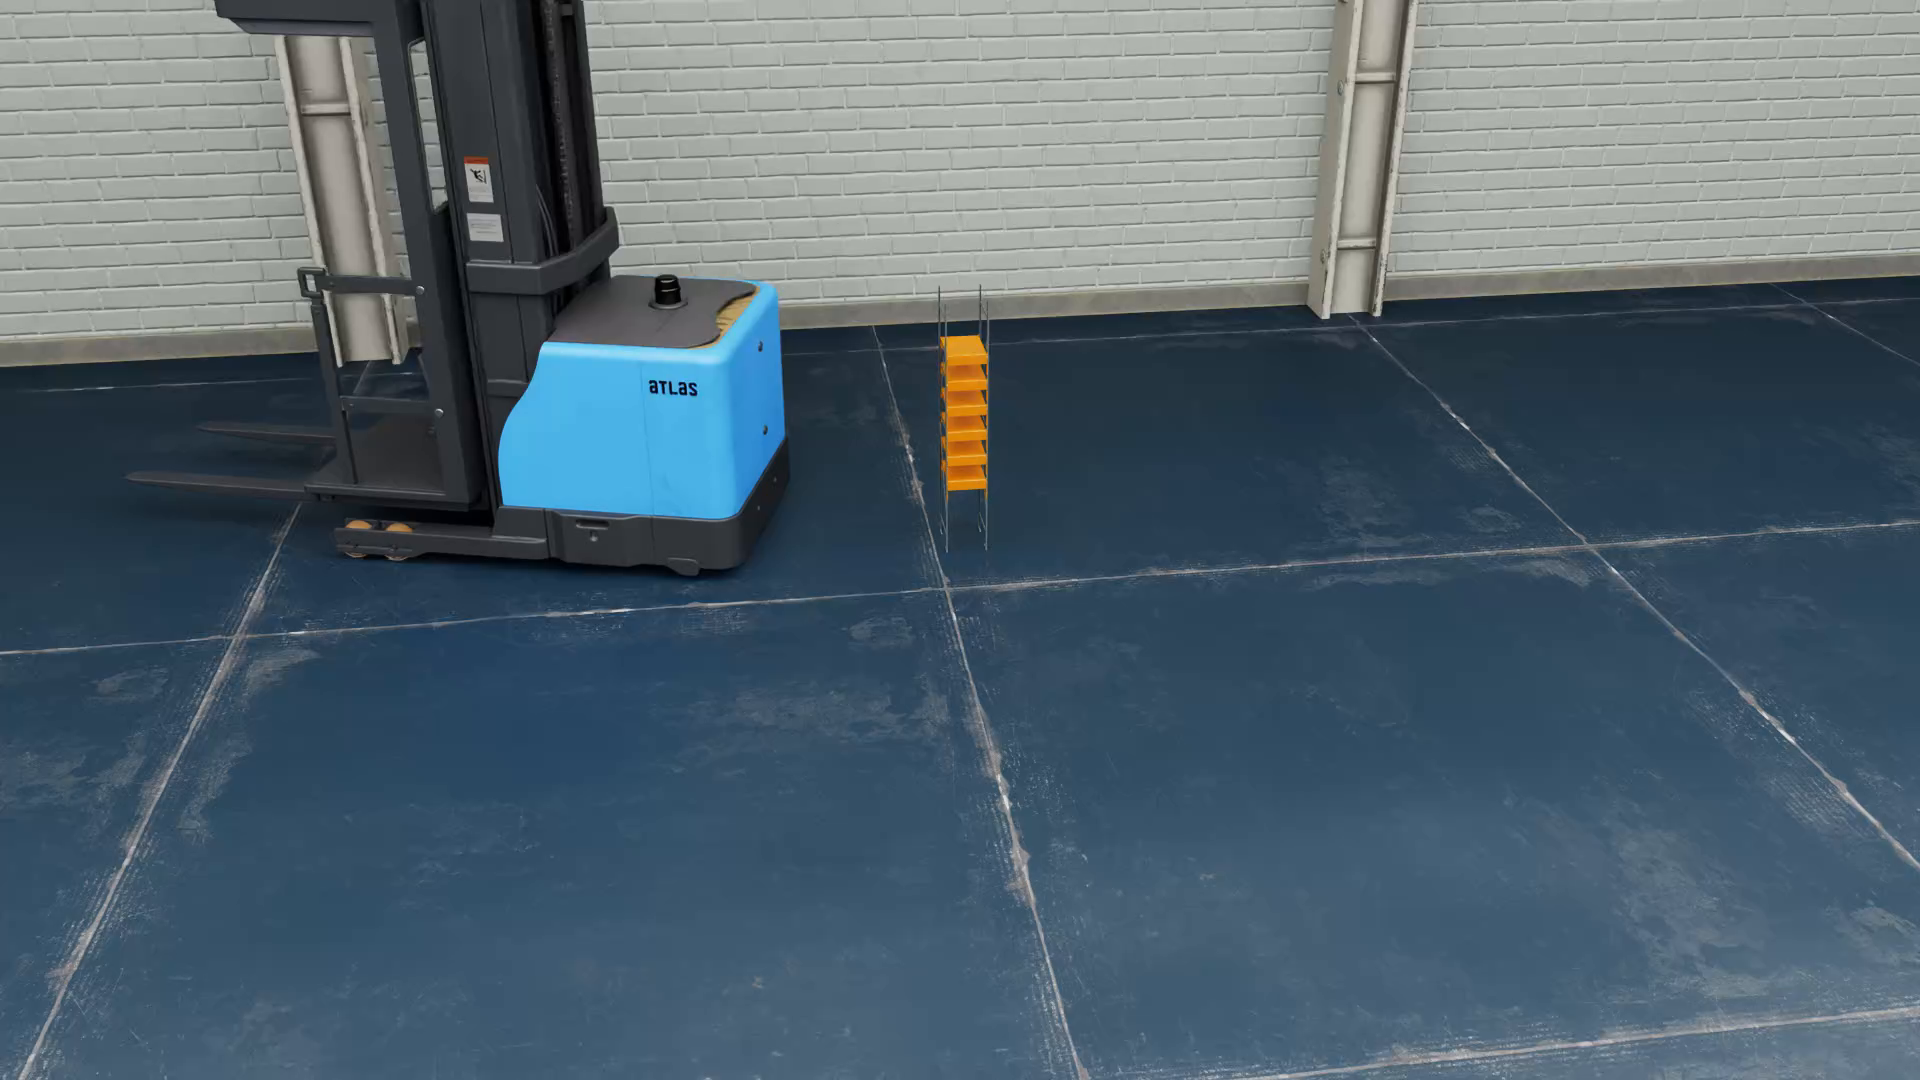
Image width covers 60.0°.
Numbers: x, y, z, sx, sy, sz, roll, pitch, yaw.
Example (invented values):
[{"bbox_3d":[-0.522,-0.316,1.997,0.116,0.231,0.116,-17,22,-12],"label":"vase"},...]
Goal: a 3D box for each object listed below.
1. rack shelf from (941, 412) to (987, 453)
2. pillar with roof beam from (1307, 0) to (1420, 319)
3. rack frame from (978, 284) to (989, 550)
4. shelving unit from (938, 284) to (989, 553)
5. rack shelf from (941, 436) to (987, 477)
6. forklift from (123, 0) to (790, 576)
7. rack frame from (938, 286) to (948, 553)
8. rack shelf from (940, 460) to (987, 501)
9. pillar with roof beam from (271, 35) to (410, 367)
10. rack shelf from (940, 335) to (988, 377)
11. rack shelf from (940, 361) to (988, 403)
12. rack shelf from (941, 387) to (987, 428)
[{"bbox_3d":[0.014,-0.495,7.498,0.180,0.103,0.258,-4,27,-7],"label":"rack shelf"},{"bbox_3d":[3.048,-3.532,4.776,0.400,9.000,9.100,-4,27,-7],"label":"pillar with roof beam"},{"bbox_3d":[0.105,-0.541,7.489,0.006,1.200,0.240,-4,27,-7],"label":"rack frame"},{"bbox_3d":[0.014,-0.535,7.478,0.189,1.200,0.258,-4,27,-7],"label":"shelving unit"},{"bbox_3d":[0.014,-0.388,7.553,0.180,0.103,0.258,-4,27,-7],"label":"rack shelf"},{"bbox_3d":[-2.395,-1.443,7.351,3.031,2.935,1.130,4,27,8],"label":"forklift"},{"bbox_3d":[-0.076,-0.529,7.467,0.006,1.200,0.240,-4,27,-7],"label":"rack frame"},{"bbox_3d":[0.014,-0.282,7.608,0.180,0.103,0.258,-4,27,-7],"label":"rack shelf"},{"bbox_3d":[-2.894,-3.150,4.032,0.400,9.000,9.100,-4,27,-7],"label":"pillar with roof beam"},{"bbox_3d":[0.014,-0.816,7.334,0.180,0.103,0.258,-4,27,-7],"label":"rack shelf"},{"bbox_3d":[0.014,-0.709,7.389,0.180,0.103,0.258,-4,27,-7],"label":"rack shelf"},{"bbox_3d":[0.014,-0.602,7.443,0.180,0.103,0.258,-4,27,-7],"label":"rack shelf"}]
